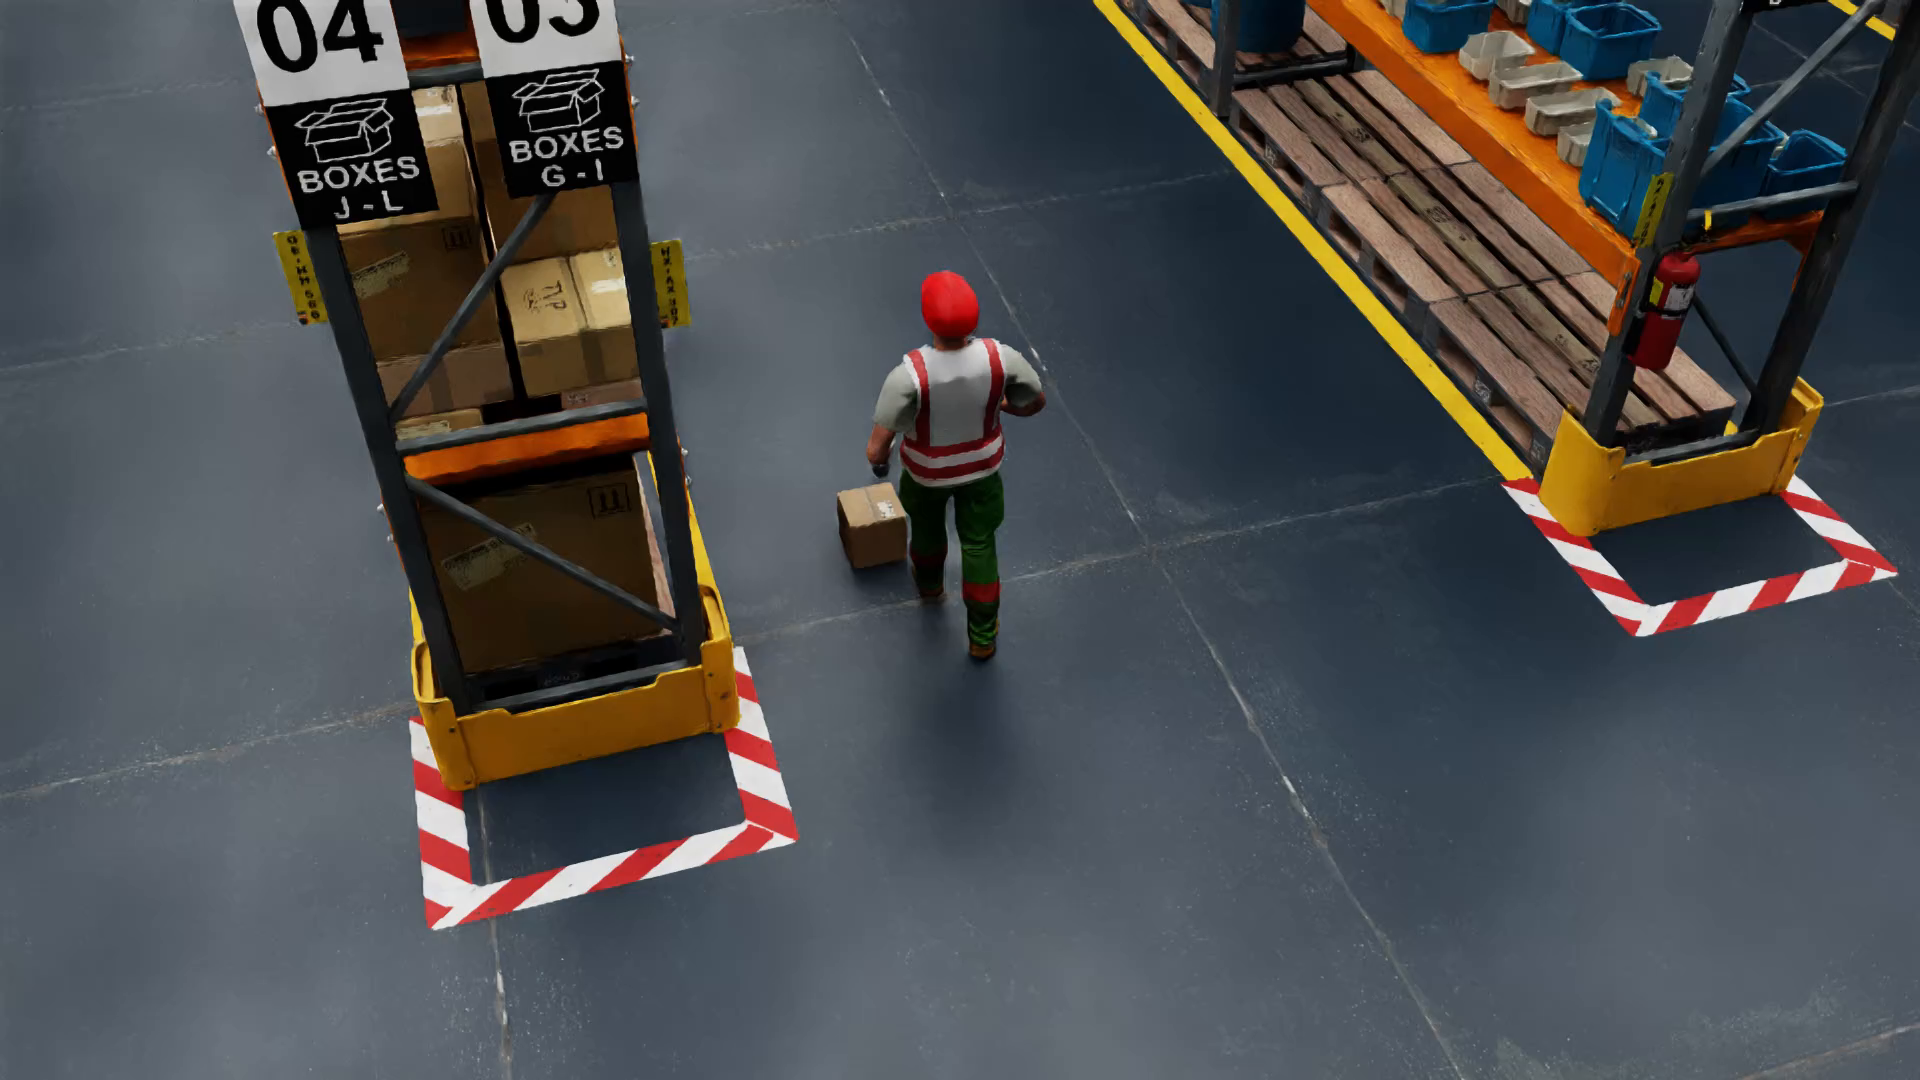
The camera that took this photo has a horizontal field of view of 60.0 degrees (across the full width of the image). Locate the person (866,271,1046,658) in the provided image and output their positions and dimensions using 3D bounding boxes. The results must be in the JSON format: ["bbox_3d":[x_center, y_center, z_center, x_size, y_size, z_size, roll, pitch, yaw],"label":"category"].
[{"bbox_3d":[-0.058,-0.366,6.557,0.709,1.795,0.710,-8,42,-9],"label":"person"}]
